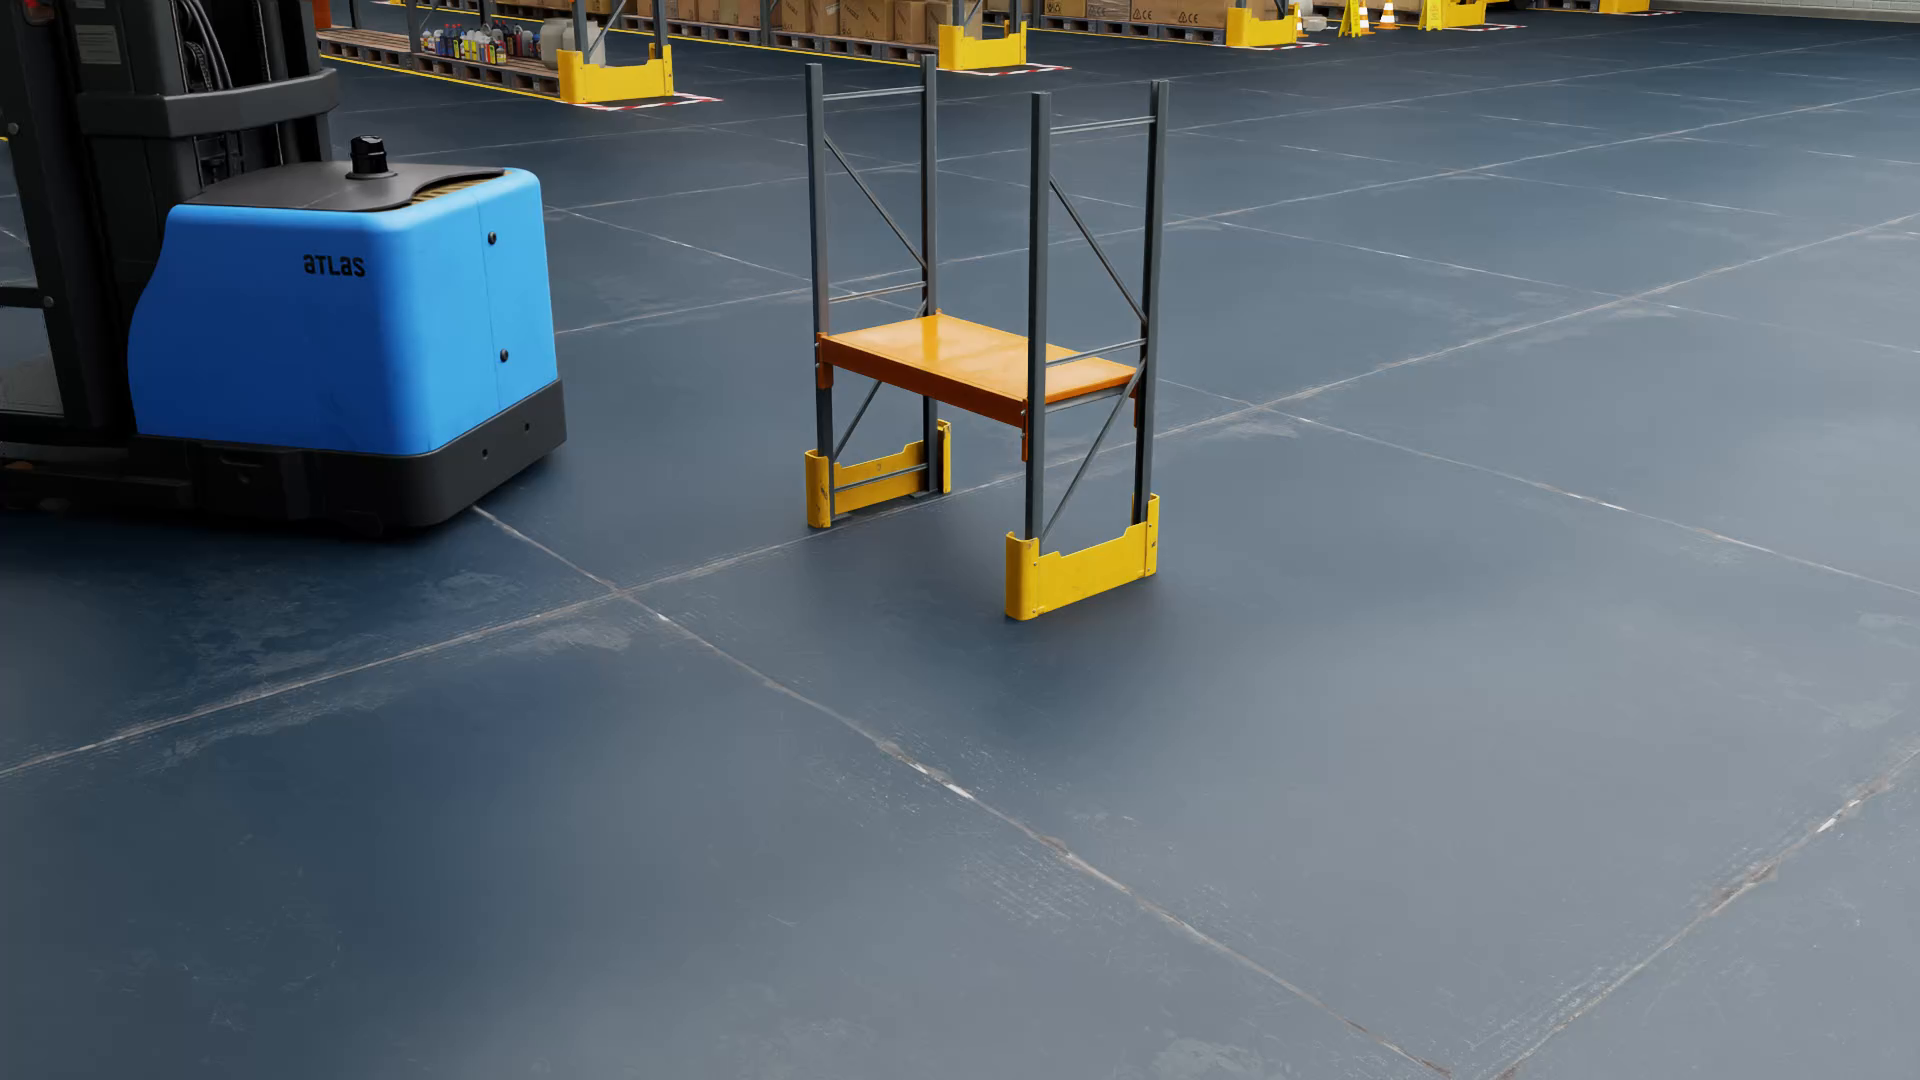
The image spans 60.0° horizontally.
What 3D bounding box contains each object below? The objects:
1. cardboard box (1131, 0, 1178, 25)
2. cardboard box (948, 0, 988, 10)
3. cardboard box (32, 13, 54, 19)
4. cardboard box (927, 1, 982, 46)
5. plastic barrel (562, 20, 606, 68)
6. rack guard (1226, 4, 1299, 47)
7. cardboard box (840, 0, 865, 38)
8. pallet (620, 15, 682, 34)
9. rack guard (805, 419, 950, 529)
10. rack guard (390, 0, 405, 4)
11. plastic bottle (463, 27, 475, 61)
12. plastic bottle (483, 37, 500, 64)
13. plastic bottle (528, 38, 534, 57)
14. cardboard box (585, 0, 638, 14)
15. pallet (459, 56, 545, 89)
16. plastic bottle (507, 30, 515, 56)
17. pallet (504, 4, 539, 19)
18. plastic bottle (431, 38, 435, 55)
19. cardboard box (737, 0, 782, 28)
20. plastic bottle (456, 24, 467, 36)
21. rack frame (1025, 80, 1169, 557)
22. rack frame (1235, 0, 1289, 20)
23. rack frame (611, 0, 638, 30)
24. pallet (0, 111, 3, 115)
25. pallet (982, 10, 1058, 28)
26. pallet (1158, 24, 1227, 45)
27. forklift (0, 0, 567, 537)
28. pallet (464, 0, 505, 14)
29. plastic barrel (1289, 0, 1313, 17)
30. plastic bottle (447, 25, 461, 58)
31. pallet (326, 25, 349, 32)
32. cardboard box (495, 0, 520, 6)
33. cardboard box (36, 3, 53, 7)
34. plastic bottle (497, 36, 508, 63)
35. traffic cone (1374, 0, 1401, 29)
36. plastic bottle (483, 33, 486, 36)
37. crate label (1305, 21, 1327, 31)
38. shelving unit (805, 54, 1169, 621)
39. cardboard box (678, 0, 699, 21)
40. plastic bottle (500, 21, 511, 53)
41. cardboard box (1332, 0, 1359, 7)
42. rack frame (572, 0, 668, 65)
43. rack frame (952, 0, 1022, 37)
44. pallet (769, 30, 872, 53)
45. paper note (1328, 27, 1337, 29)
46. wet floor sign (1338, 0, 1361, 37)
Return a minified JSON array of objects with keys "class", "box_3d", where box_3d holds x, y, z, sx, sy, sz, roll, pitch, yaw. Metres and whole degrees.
[{"class":"cardboard box","box_3d":[3.082,-7.880,23.827,0.875,0.875,0.875,-18,28,-38]},{"class":"cardboard box","box_3d":[0.439,-8.930,26.680,1.050,0.750,0.750,-17,27,-37]},{"class":"cardboard box","box_3d":[-8.026,-4.488,14.995,0.500,0.500,0.500,-17,27,-37]},{"class":"cardboard box","box_3d":[-0.068,-6.315,20.346,0.500,0.500,0.500,-12,24,-28]},{"class":"plastic barrel","box_3d":[-3.913,-5.128,17.300,0.421,0.512,0.421,0,21,0]},{"class":"rack guard","box_3d":[4.166,-7.089,22.898,1.175,0.500,0.348,-17,27,-37]},{"class":"cardboard box","box_3d":[-1.209,-6.814,21.620,0.500,0.500,0.500,19,29,40]},{"class":"pallet","box_3d":[-4.386,-7.802,25.115,1.003,0.211,1.213,-17,27,-37]},{"class":"rack guard","box_3d":[-0.275,-0.233,5.736,0.587,0.250,0.087,-17,27,-37]},{"class":"rack guard","box_3d":[-10.133,-10.370,31.275,1.175,0.500,0.348,-17,27,-37]},{"class":"plastic bottle","box_3d":[-5.423,-5.513,18.475,0.144,0.351,0.185,-18,27,-38]},{"class":"plastic bottle","box_3d":[-5.100,-5.343,18.145,0.152,0.276,0.135,-17,27,-37]},{"class":"plastic bottle","box_3d":[-4.861,-5.611,18.931,0.097,0.201,0.097,0,21,0]},{"class":"cardboard box","box_3d":[-5.330,-8.719,25.969,1.225,0.875,0.875,-19,28,-40]},{"class":"pallet","box_3d":[-4.829,-5.202,18.475,1.003,0.211,1.213,-17,27,-37]},{"class":"plastic bottle","box_3d":[-5.122,-5.690,19.019,0.061,0.283,0.133,-17,27,-37]},{"class":"pallet","box_3d":[-6.945,-8.928,27.990,1.003,0.211,1.213,-17,27,-37]},{"class":"plastic bottle","box_3d":[-6.028,-5.686,19.122,0.097,0.201,0.097,0,21,0]},{"class":"cardboard box","box_3d":[-2.669,-7.428,23.159,0.500,0.500,0.700,20,29,41]},{"class":"plastic bottle","box_3d":[-5.715,-5.717,18.996,0.144,0.351,0.185,-17,27,-37]},{"class":"rack frame","box_3d":[0.388,-0.534,4.792,0.500,1.500,0.032,-17,27,-37]},{"class":"rack frame","box_3d":[4.150,-8.260,22.459,1.000,3.000,0.127,-17,27,-37]},{"class":"rack frame","box_3d":[-4.895,-9.317,25.159,1.000,3.000,0.127,-17,27,-37]},{"class":"pallet","box_3d":[-7.711,-3.652,14.520,1.003,0.211,1.213,-17,27,-37]},{"class":"pallet","box_3d":[0.979,-8.262,26.288,1.003,0.211,1.213,-17,27,-37]},{"class":"pallet","box_3d":[3.569,-7.163,23.484,1.003,0.211,1.213,-17,27,-37]},{"class":"forklift","box_3d":[-3.050,-1.648,5.672,3.031,2.935,1.130,5,22,13]},{"class":"pallet","box_3d":[-7.943,-9.352,29.073,1.003,0.211,1.213,-17,27,-37]},{"class":"plastic barrel","box_3d":[5.339,-8.477,26.545,0.512,0.421,0.421,0,21,-1]},{"class":"plastic bottle","box_3d":[-5.701,-5.630,18.775,0.144,0.351,0.185,-19,28,-40]},{"class":"pallet","box_3d":[-9.194,-7.047,23.188,1.003,0.211,1.213,-17,27,-37]},{"class":"cardboard box","box_3d":[-7.073,-9.456,27.852,1.225,0.875,0.875,-17,27,-37]},{"class":"cardboard box","box_3d":[-9.006,-4.902,16.053,0.500,0.500,0.500,-17,27,-37]},{"class":"plastic bottle","box_3d":[-5.020,-5.372,18.209,0.061,0.283,0.133,-17,27,-37]},{"class":"traffic cone","box_3d":[6.576,-8.096,25.521,0.336,0.463,0.334,-17,27,-37]},{"class":"plastic bottle","box_3d":[-5.327,-5.520,18.596,0.152,0.276,0.135,-17,27,-37]},{"class":"crate label","box_3d":[5.397,-7.789,25.183,0.298,0.136,0.250,7,23,18]},{"class":"shelving unit","box_3d":[0.050,-0.677,5.157,0.587,1.500,1.083,-17,27,-37]},{"class":"cardboard box","box_3d":[-3.696,-7.872,24.295,0.700,0.500,0.500,-15,26,-33]},{"class":"plastic bottle","box_3d":[-5.272,-5.842,19.315,0.144,0.351,0.185,-19,28,-40]},{"class":"cardboard box","box_3d":[6.425,-8.829,27.106,0.500,0.250,0.500,-19,28,-39]},{"class":"rack frame","box_3d":[-3.425,-5.928,16.505,1.000,3.000,0.127,-17,27,-37]},{"class":"rack frame","box_3d":[0.327,-7.107,19.516,1.000,3.000,0.127,-17,27,-37]},{"class":"pallet","box_3d":[-1.819,-6.736,22.393,1.003,0.211,1.213,-17,27,-37]},{"class":"paper note","box_3d":[5.709,-7.871,25.537,0.142,0.019,0.148,12,24,27]},{"class":"wet floor sign","box_3d":[5.669,-7.627,24.071,0.232,0.644,0.267,17,27,36]}]
